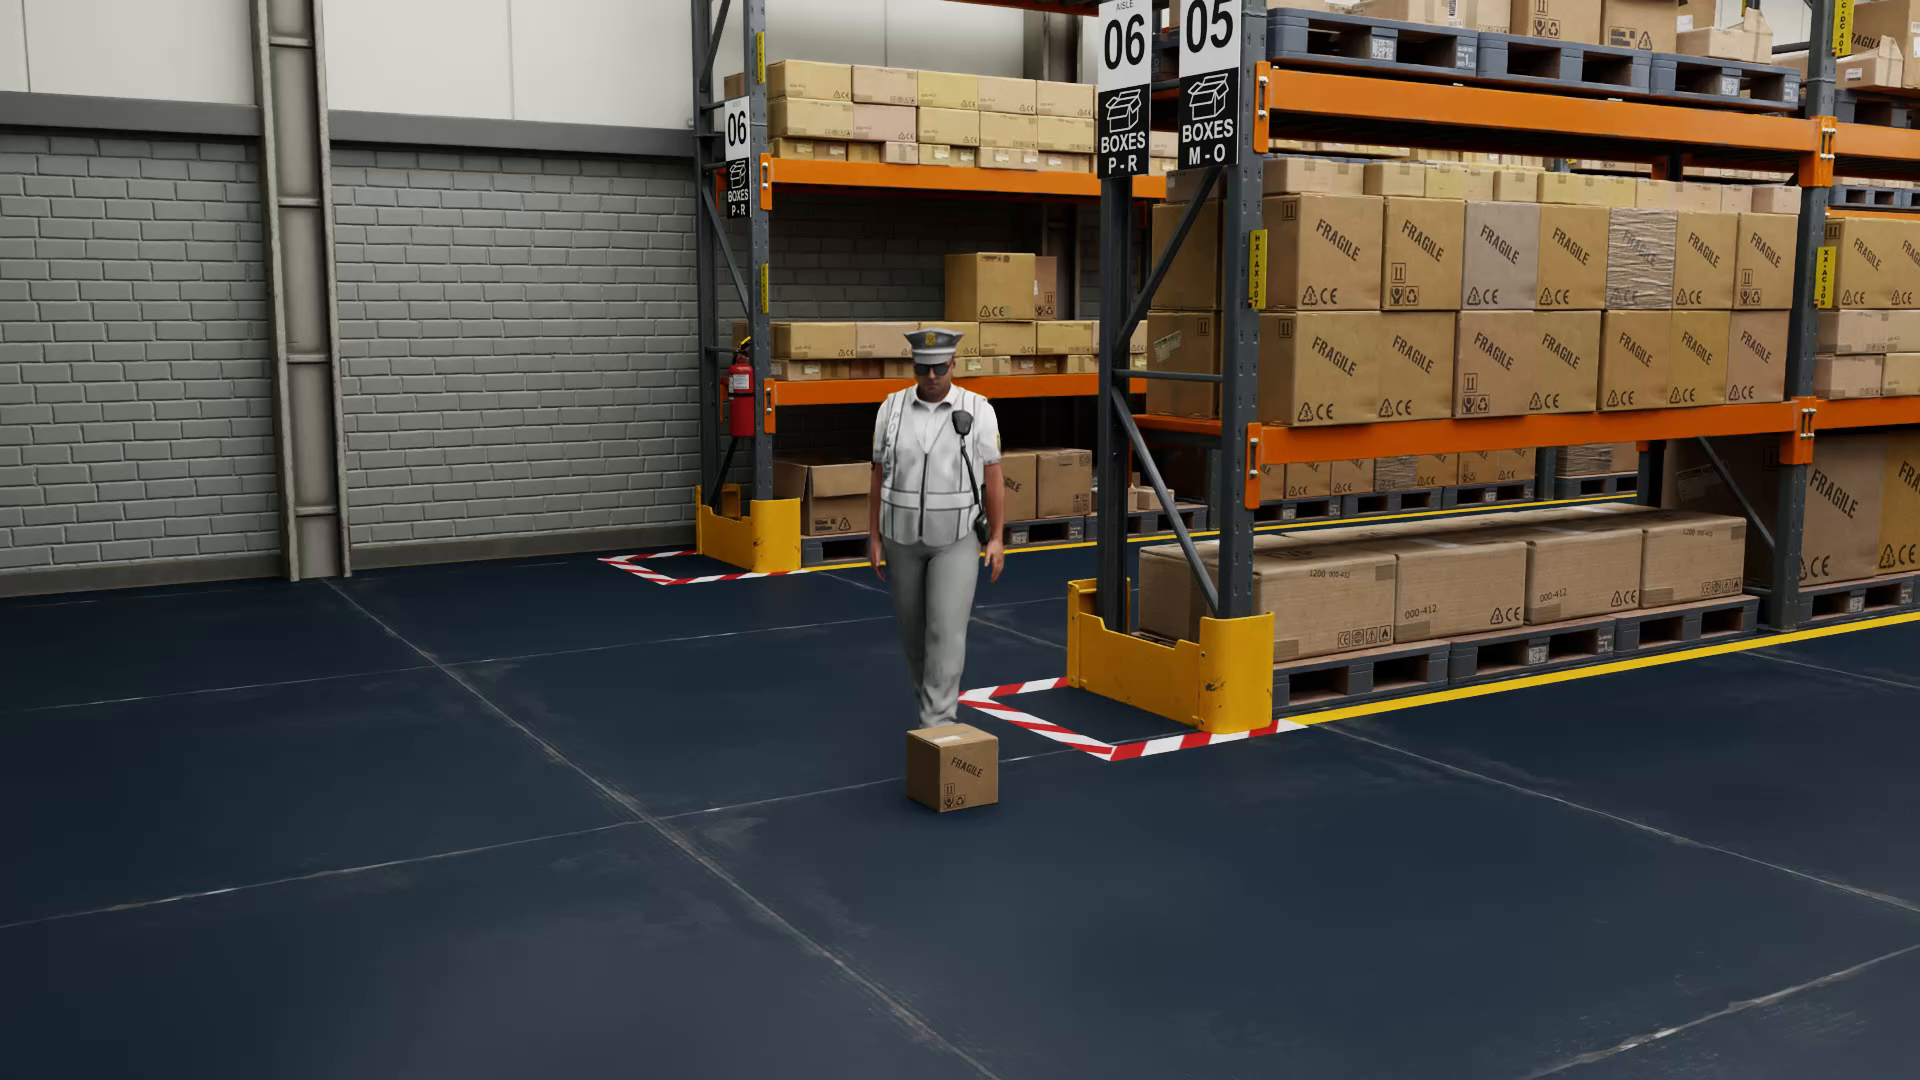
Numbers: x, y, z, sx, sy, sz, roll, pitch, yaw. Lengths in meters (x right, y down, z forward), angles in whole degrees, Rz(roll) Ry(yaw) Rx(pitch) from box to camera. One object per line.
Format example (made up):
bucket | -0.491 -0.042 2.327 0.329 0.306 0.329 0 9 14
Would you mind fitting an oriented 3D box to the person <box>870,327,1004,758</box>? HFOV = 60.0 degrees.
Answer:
person | -0.122 0.013 6.721 0.550 1.734 0.767 2 8 12
